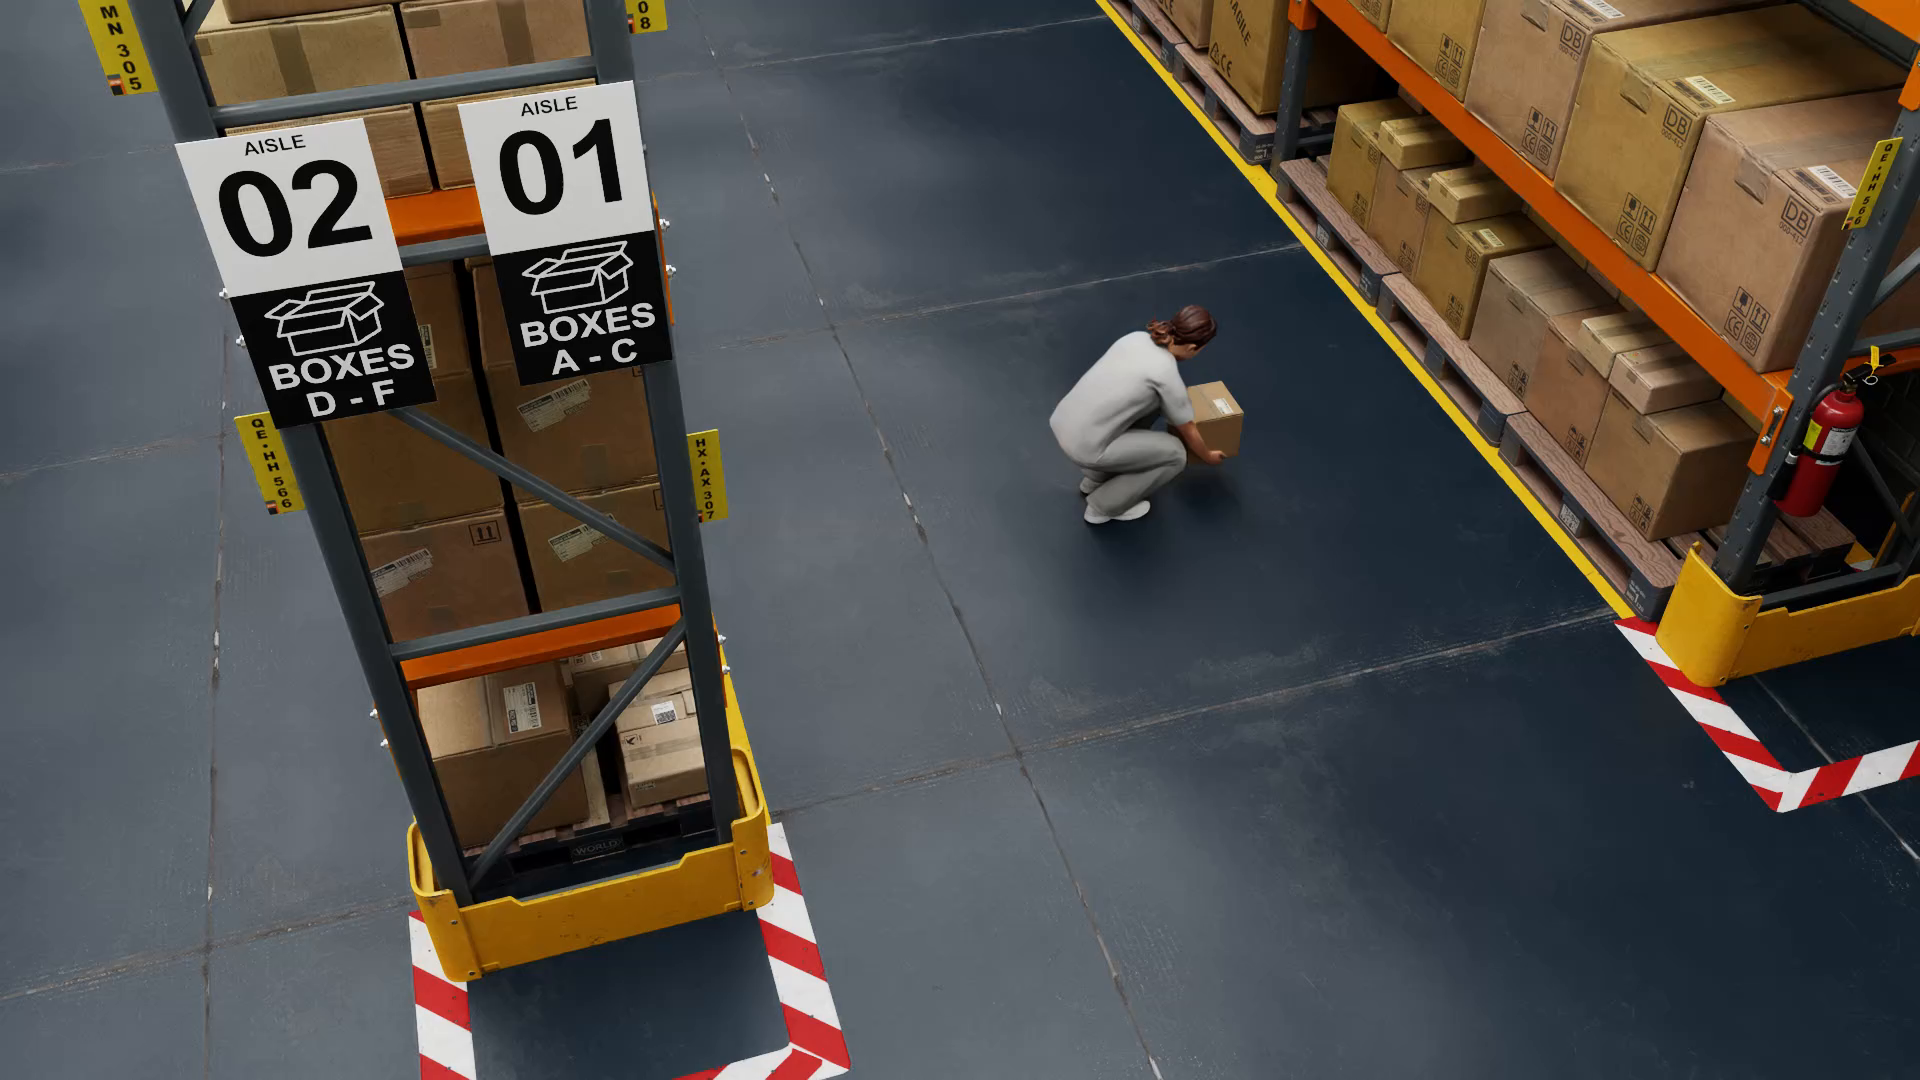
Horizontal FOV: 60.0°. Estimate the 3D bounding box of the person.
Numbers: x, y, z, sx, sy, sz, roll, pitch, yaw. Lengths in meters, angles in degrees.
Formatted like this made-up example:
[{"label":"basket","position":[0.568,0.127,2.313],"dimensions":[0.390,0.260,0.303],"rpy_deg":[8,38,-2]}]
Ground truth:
[{"label":"person","position":[0.786,-0.567,7.335],"dimensions":[0.796,0.936,0.492],"rpy_deg":[-12,44,-13]}]
